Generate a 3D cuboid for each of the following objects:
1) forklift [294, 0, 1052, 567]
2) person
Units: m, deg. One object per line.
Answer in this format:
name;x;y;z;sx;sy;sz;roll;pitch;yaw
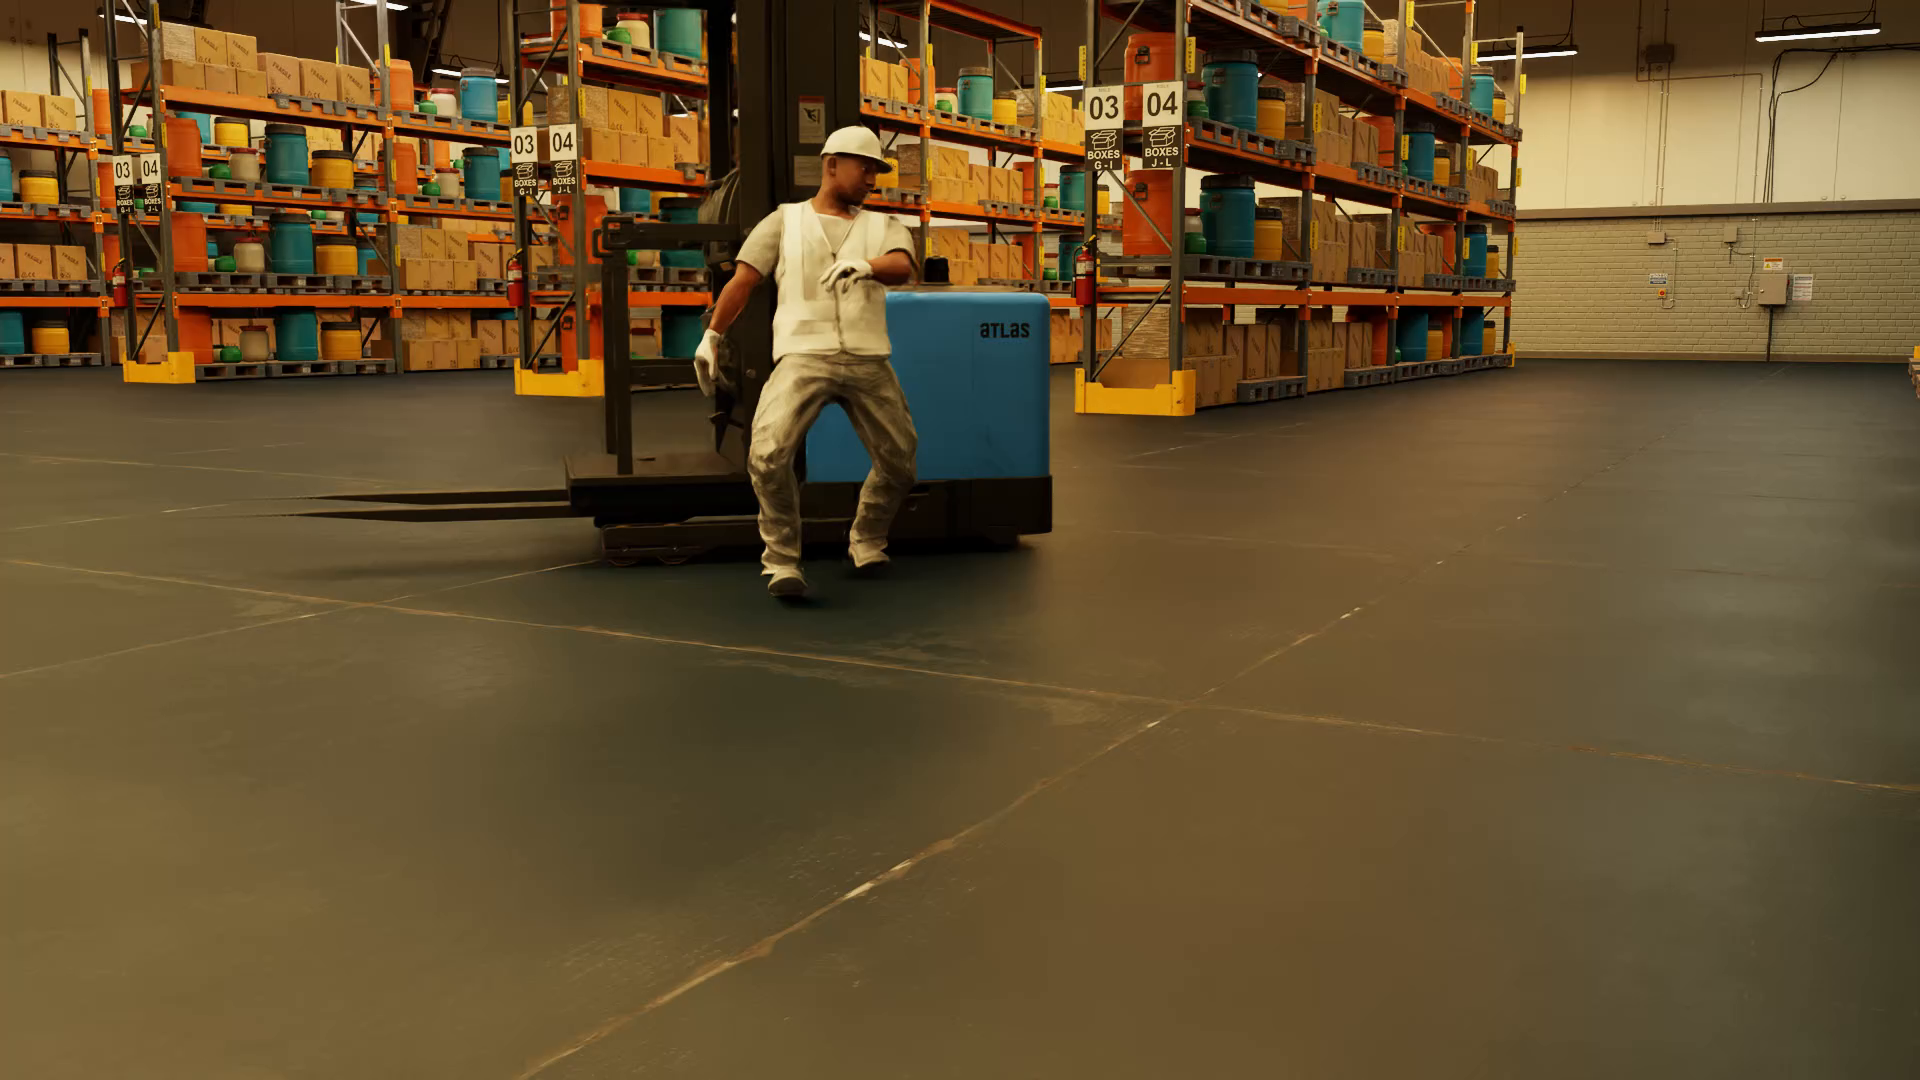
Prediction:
forklift;-1.185;-1.427;6.933;3.031;2.935;1.130;-2;8;-14
person;-0.524;-0.627;5.842;0.803;1.659;0.869;-3;8;-20
